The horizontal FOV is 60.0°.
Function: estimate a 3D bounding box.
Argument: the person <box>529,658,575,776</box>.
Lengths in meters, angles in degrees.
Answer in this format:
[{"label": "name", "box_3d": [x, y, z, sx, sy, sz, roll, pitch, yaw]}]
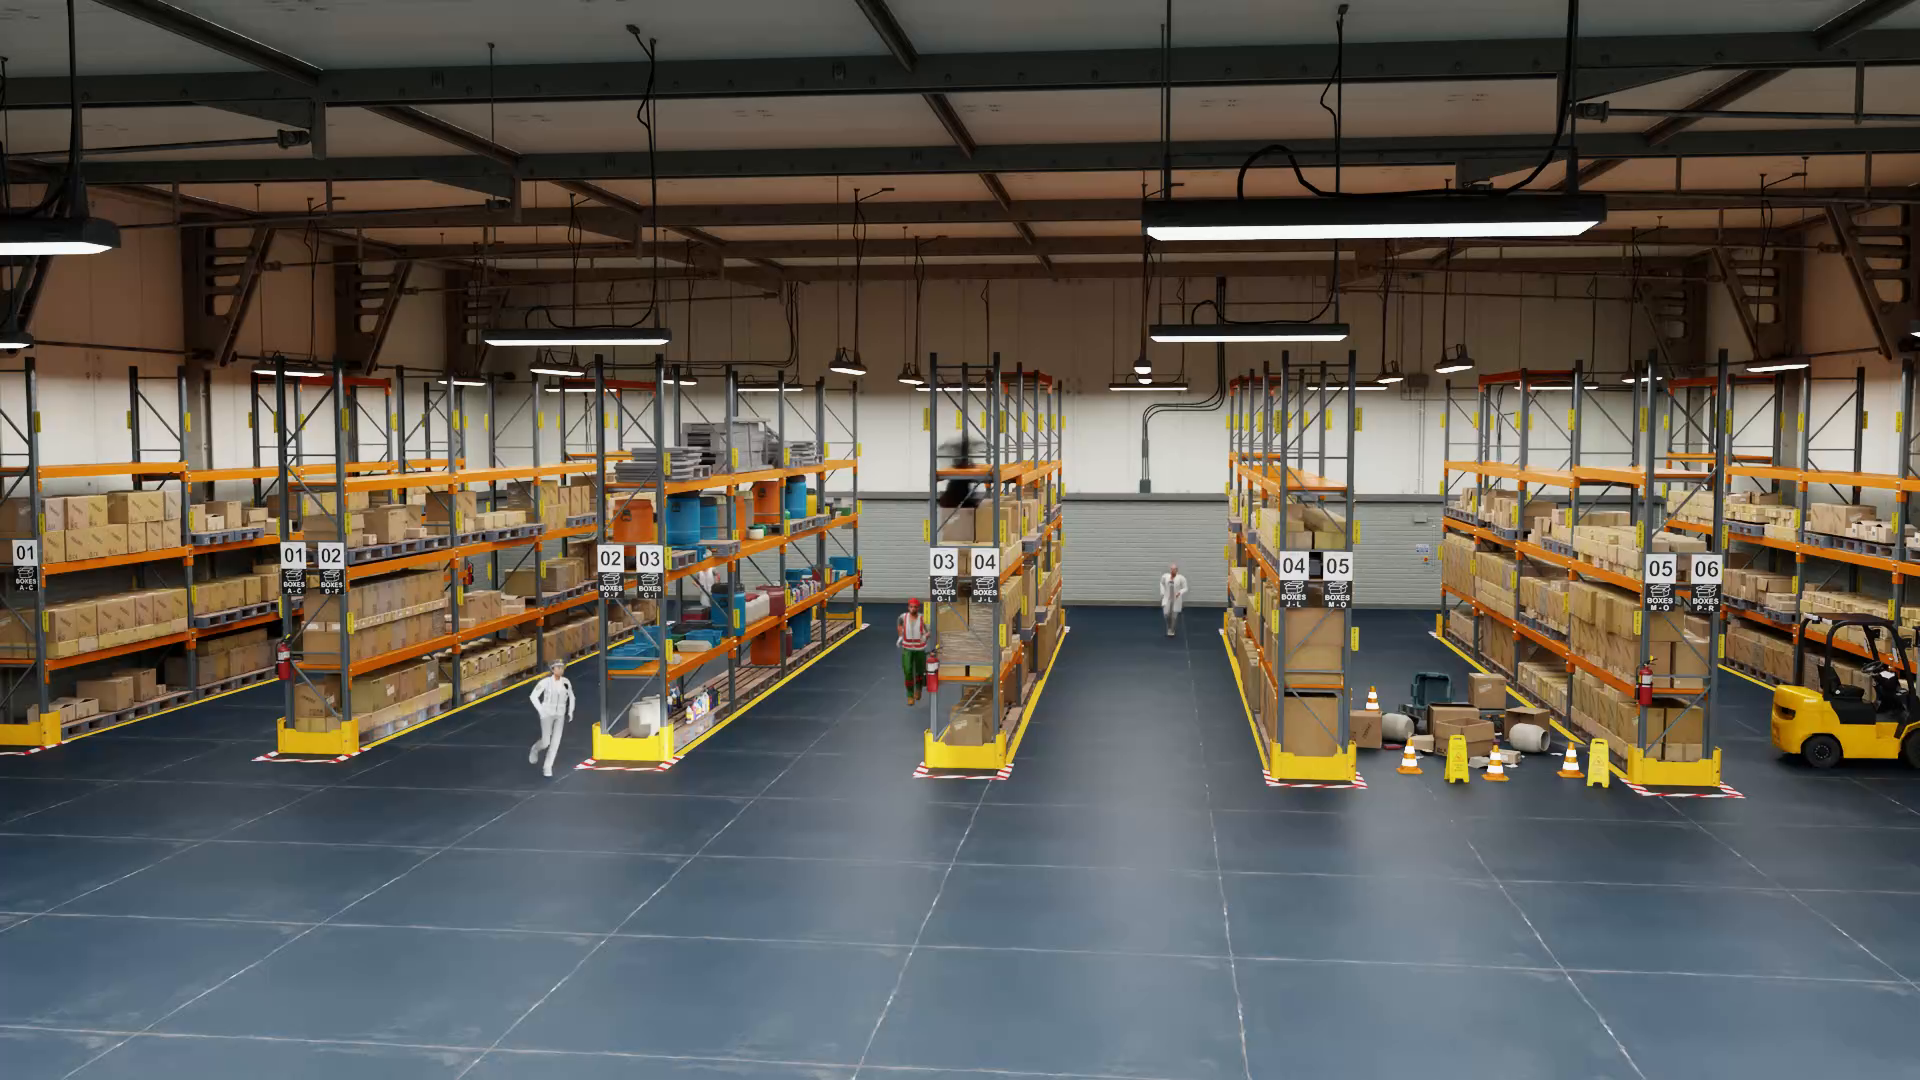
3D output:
[{"label": "person", "box_3d": [-5.782, 2.502, 23.799, 0.637, 1.630, 0.700, -3, 5, -33]}]

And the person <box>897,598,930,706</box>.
[{"label": "person", "box_3d": [-0.773, 1.870, 28.251, 0.607, 1.804, 0.957, 0, 4, 1]}]

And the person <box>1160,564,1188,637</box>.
[{"label": "person", "box_3d": [4.979, 1.409, 38.808, 0.677, 1.703, 0.856, 1, 4, 15]}]

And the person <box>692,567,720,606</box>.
[{"label": "person", "box_3d": [-6.131, 1.273, 40.256, 0.691, 1.765, 0.725, -1, 4, -11]}]
